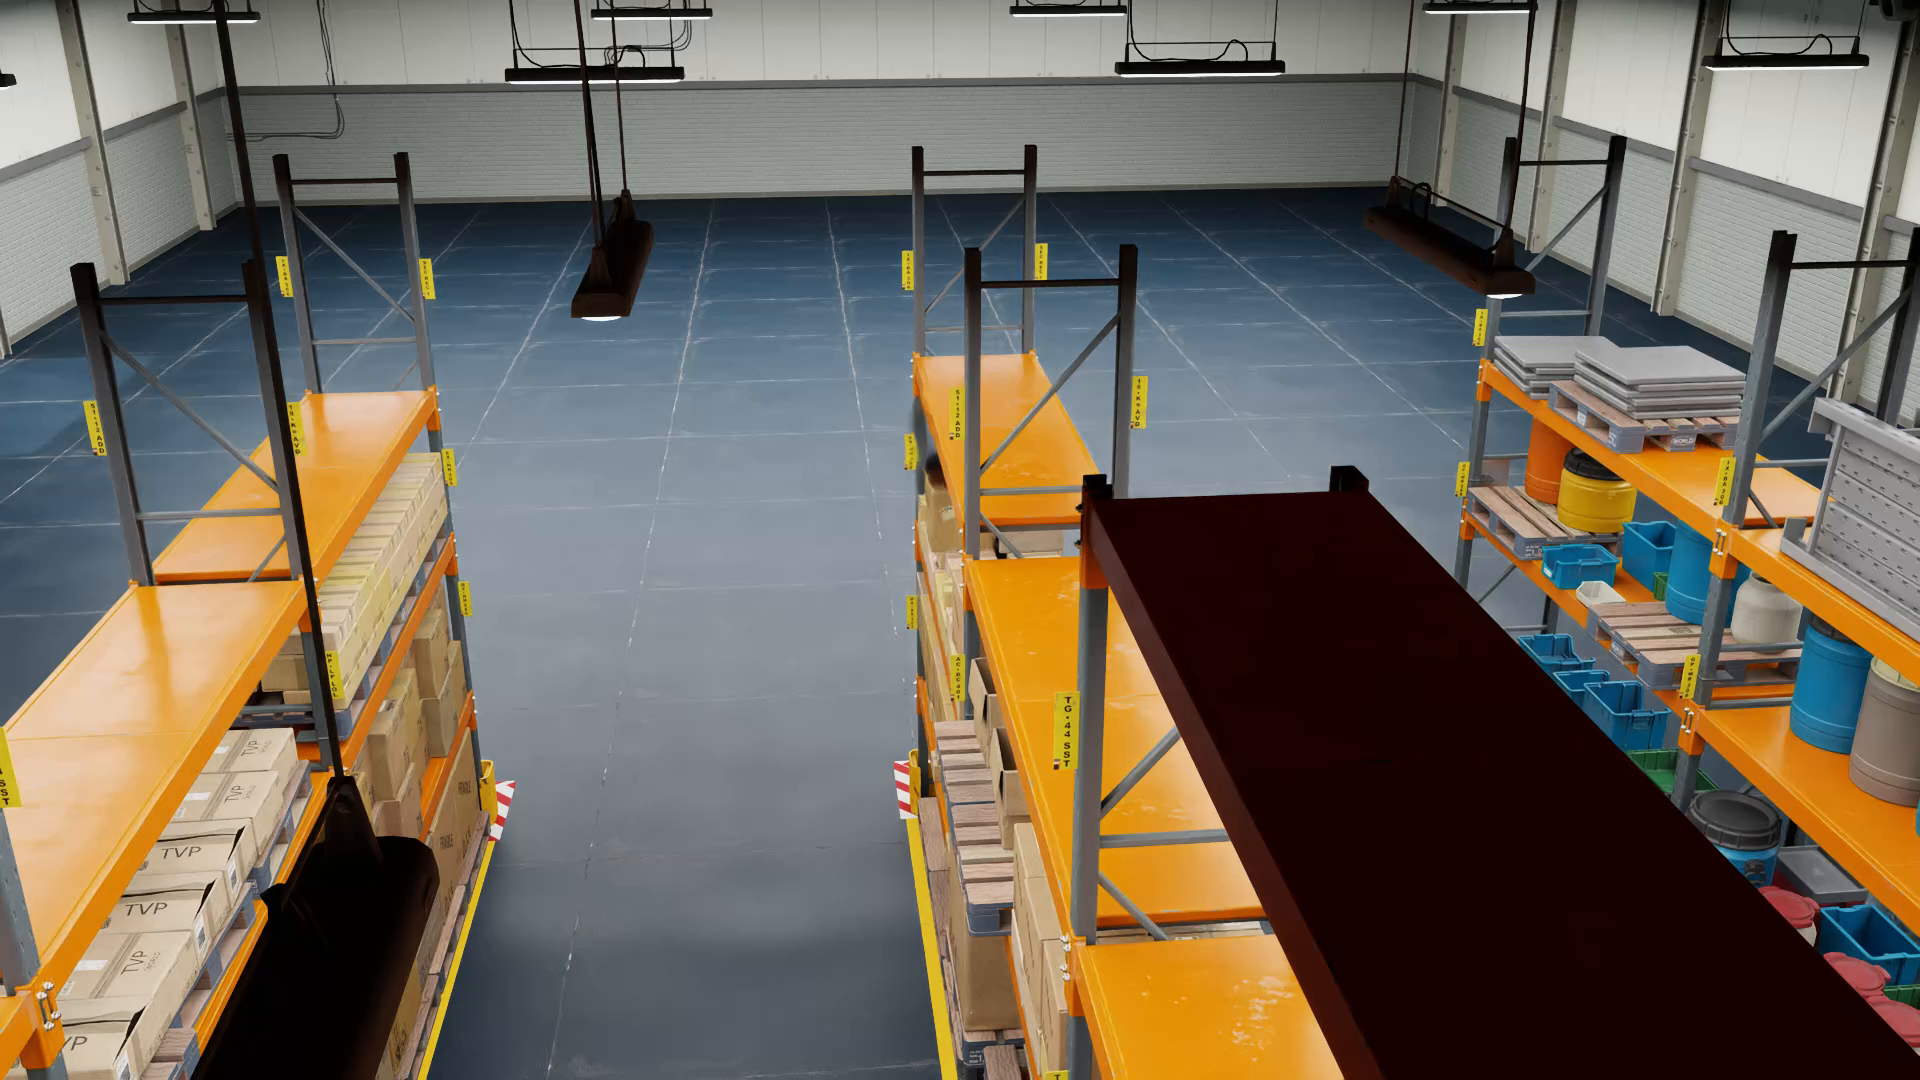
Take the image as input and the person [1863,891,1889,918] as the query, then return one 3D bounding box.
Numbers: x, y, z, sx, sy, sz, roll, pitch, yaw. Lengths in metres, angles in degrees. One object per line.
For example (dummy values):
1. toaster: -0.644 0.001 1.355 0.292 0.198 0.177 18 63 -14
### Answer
1. person: 7.407 2.371 13.298 0.621 1.781 0.454 -18 28 -39
